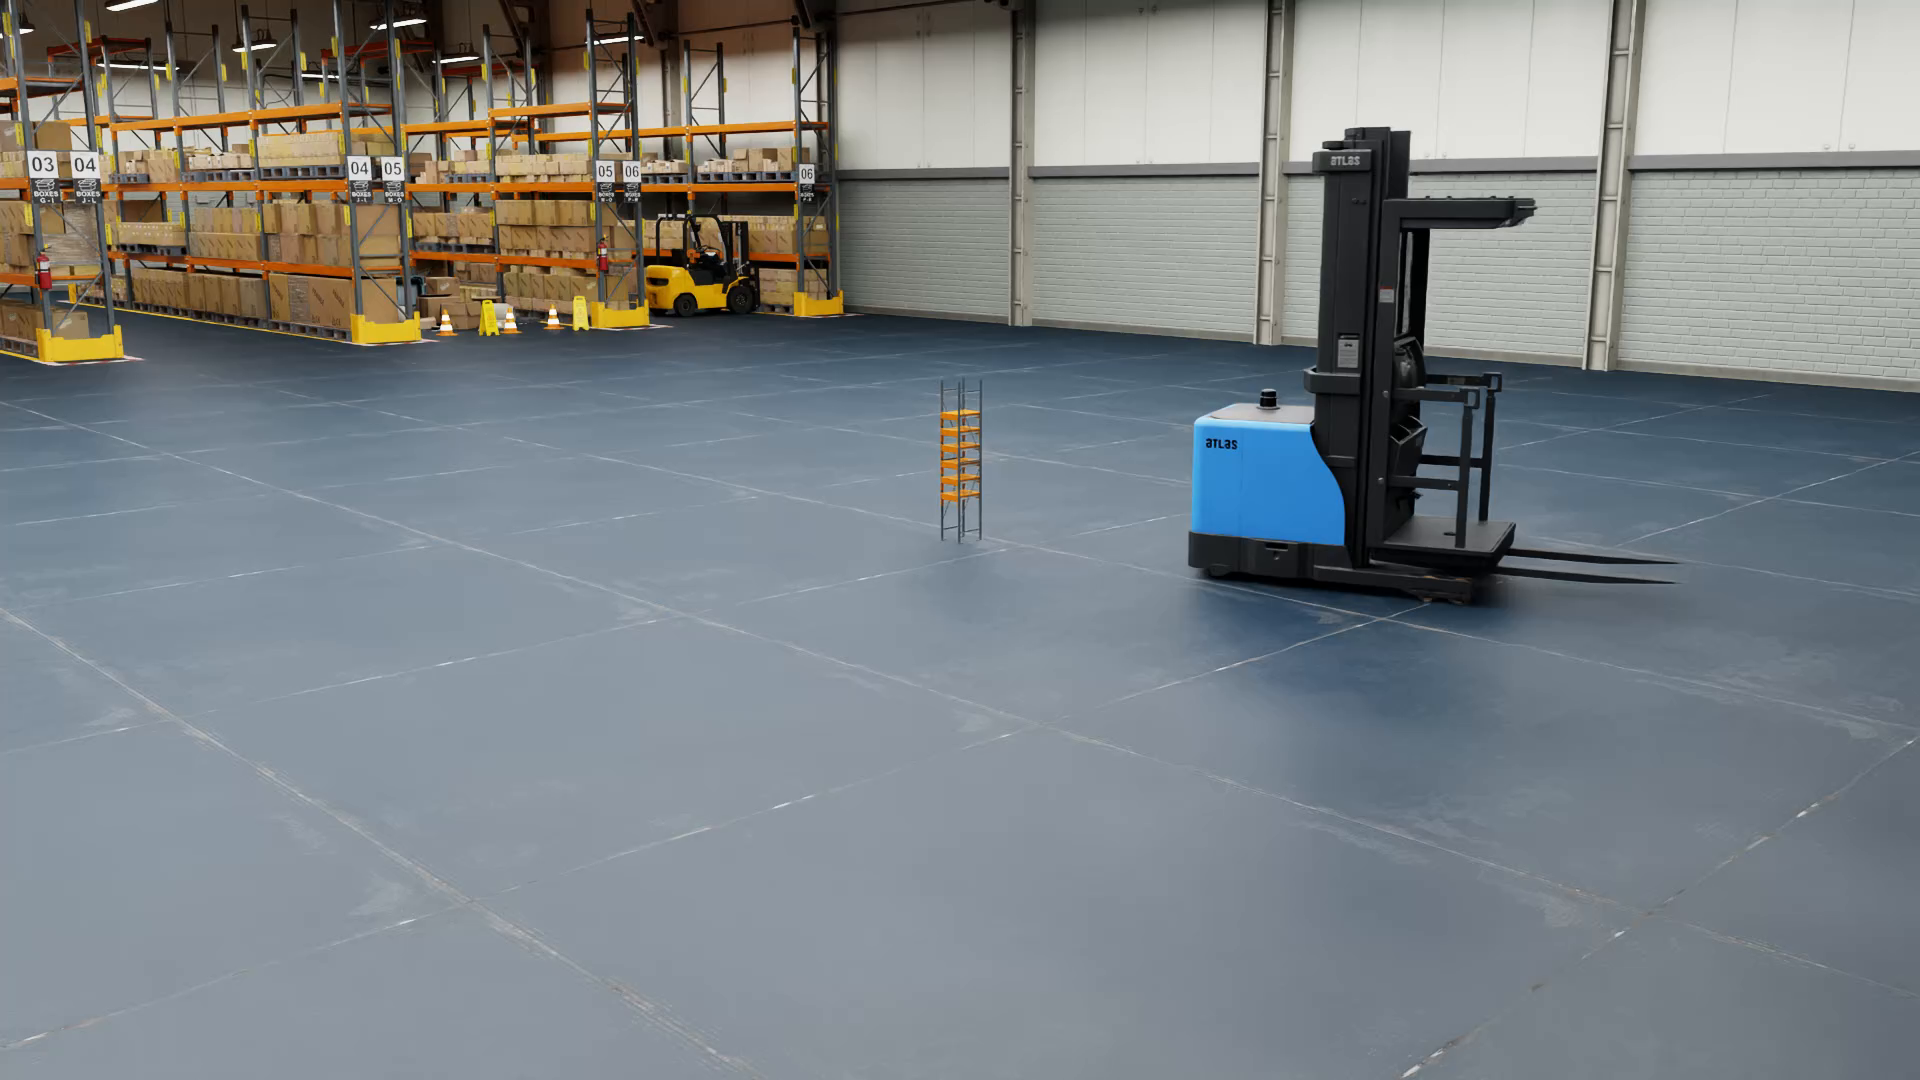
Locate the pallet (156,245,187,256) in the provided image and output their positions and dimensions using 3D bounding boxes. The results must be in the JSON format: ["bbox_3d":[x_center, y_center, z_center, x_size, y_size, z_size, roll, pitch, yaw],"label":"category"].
[{"bbox_3d":[-16.293,-6.168,35.391,1.213,0.211,1.003,-11,16,-43],"label":"pallet"}]

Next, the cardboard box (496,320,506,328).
[{"bbox_3d":[-9.055,-4.223,32.541,0.380,0.149,0.250,-3,12,-13],"label":"cardboard box"}]

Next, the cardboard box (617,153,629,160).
[{"bbox_3d":[-7.881,-9.143,40.386,0.700,0.500,0.500,-11,16,-44],"label":"cardboard box"}]

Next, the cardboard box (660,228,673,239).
[{"bbox_3d":[-6.748,-7.267,39.384,0.500,0.250,0.500,11,16,44],"label":"cardboard box"}]

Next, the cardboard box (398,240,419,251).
[{"bbox_3d":[-12.751,-6.841,38.557,0.500,0.250,0.500,11,16,43],"label":"cardboard box"}]

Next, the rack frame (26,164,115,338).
[{"bbox_3d":[-13.856,-4.329,25.989,1.000,3.000,0.127,-11,16,-43],"label":"rack frame"}]

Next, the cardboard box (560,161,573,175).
[{"bbox_3d":[-7.574,-7.364,32.921,0.500,0.250,0.500,-11,16,-43],"label":"cardboard box"}]

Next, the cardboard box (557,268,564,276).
[{"bbox_3d":[-7.904,-5.416,33.572,0.380,0.149,0.250,-11,16,-42],"label":"cardboard box"}]

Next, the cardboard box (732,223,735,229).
[{"bbox_3d":[-4.971,-7.078,37.480,0.250,0.149,0.380,11,16,43],"label":"cardboard box"}]

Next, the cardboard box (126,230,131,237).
[{"bbox_3d":[-18.188,-6.788,36.771,0.380,0.149,0.250,-10,16,-41],"label":"cardboard box"}]

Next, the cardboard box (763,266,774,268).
[{"bbox_3d":[-4.331,-6.070,37.735,0.500,0.250,0.500,-11,16,-44],"label":"cardboard box"}]

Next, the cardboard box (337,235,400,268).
[{"bbox_3d":[-10.488,-5.127,29.489,0.875,0.550,0.550,-11,16,-43],"label":"cardboard box"}]

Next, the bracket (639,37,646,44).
[{"bbox_3d":[-7.617,-12.217,40.490,0.235,0.232,0.430,-11,16,-43],"label":"bracket"}]

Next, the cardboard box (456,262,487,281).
[{"bbox_3d":[-13.797,-7.618,47.098,0.637,0.503,0.797,11,16,43],"label":"cardboard box"}]

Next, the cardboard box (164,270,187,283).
[{"bbox_3d":[-16.743,-5.657,35.731,0.500,0.250,0.500,-11,16,-42],"label":"cardboard box"}]

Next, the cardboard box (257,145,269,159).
[{"bbox_3d":[-12.826,-7.275,31.200,0.500,0.250,0.500,-11,16,-42],"label":"cardboard box"}]

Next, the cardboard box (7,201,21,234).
[{"bbox_3d":[-14.764,-5.131,26.421,0.500,0.500,0.500,-11,16,-43],"label":"cardboard box"}]

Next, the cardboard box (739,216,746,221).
[{"bbox_3d":[-4.726,-7.199,37.330,0.380,0.149,0.250,-11,16,-42],"label":"cardboard box"}]

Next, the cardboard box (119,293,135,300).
[{"bbox_3d":[-19.004,-5.576,38.065,0.380,0.149,0.250,-11,16,-42],"label":"cardboard box"}]

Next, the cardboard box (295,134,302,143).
[{"bbox_3d":[-11.731,-7.221,29.951,0.380,0.149,0.250,-11,16,-42],"label":"cardboard box"}]

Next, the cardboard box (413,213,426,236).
[{"bbox_3d":[-12.070,-7.180,37.801,0.500,0.500,0.500,11,16,44],"label":"cardboard box"}]

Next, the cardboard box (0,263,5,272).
[{"bbox_3d":[-15.642,-4.499,27.438,0.380,0.149,0.250,-11,16,-43],"label":"cardboard box"}]

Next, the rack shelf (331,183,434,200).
[{"bbox_3d":[-13.595,-8.286,39.545,1.077,0.370,4.000,-11,16,-43],"label":"rack shelf"}]

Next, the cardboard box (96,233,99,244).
[{"bbox_3d":[-19.725,-7.131,38.606,0.500,0.500,0.500,-11,16,-43],"label":"cardboard box"}]

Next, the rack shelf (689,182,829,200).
[{"bbox_3d":[-4.483,-7.811,37.238,1.077,0.370,4.000,-11,16,-43],"label":"rack shelf"}]

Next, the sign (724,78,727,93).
[{"bbox_3d":[-5.446,-10.533,38.528,0.100,0.325,0.005,-11,16,-43],"label":"sign"}]

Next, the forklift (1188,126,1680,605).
[{"bbox_3d":[3.098,-1.150,10.731,3.031,2.935,1.130,5,13,25],"label":"forklift"}]

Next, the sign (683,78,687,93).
[{"bbox_3d":[-6.248,-10.343,37.802,0.100,0.325,0.005,-11,16,-43],"label":"sign"}]

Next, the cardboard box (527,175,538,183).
[{"bbox_3d":[-8.587,-7.360,33.889,0.380,0.149,0.250,-11,16,-44],"label":"cardboard box"}]

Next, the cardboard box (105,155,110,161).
[{"bbox_3d":[-19.090,-8.637,37.612,0.380,0.149,0.250,-10,16,-41],"label":"cardboard box"}]

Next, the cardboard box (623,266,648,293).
[{"bbox_3d":[-7.748,-6.425,41.007,0.875,0.625,0.625,-10,15,-41],"label":"cardboard box"}]

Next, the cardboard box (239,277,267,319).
[{"bbox_3d":[-13.455,-4.771,32.669,1.050,0.750,0.750,-11,16,-43],"label":"cardboard box"}]

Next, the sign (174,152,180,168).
[{"bbox_3d":[-16.118,-7.820,34.219,0.100,0.325,0.005,-11,16,-43],"label":"sign"}]

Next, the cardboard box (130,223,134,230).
[{"bbox_3d":[-18.004,-6.895,36.550,0.380,0.149,0.250,-11,16,-43],"label":"cardboard box"}]

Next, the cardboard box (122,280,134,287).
[{"bbox_3d":[-18.920,-5.873,38.034,0.380,0.149,0.250,-10,15,-41],"label":"cardboard box"}]

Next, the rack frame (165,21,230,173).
[{"bbox_3d":[-15.724,-9.111,34.334,1.000,3.000,0.127,-11,16,-43],"label":"rack frame"}]

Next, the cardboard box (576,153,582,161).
[{"bbox_3d":[-7.286,-7.498,32.583,0.380,0.149,0.250,-11,16,-42],"label":"cardboard box"}]

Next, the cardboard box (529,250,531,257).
[{"bbox_3d":[-8.696,-5.940,34.433,0.380,0.149,0.250,-11,16,-43],"label":"cardboard box"}]

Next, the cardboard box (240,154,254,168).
[{"bbox_3d":[-13.565,-7.320,32.158,0.500,0.250,0.500,-11,16,-42],"label":"cardboard box"}]

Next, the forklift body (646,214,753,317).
[{"bbox_3d":[-5.731,-6.009,36.247,2.313,2.155,1.214,-11,16,-43],"label":"forklift body"}]

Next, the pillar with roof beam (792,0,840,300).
[{"bbox_3d":[-6.044,-8.968,33.637,9.100,9.000,0.548,-11,16,-43],"label":"pillar with roof beam"}]

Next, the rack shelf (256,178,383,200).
[{"bbox_3d":[-11.580,-6.414,30.459,1.077,0.370,4.000,-11,16,-43],"label":"rack shelf"}]

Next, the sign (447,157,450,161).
[{"bbox_3d":[-11.820,-8.675,38.370,0.100,0.325,0.005,-11,16,-43],"label":"sign"}]

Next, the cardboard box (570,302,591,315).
[{"bbox_3d":[-7.458,-4.653,33.335,0.500,0.250,0.500,-11,16,-43],"label":"cardboard box"}]

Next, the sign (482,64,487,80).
[{"bbox_3d":[-9.849,-9.689,34.430,0.100,0.325,0.005,-11,16,-43],"label":"sign"}]

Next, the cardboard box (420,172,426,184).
[{"bbox_3d":[-11.943,-8.174,37.551,0.396,0.266,0.258,-11,16,-43],"label":"cardboard box"}]

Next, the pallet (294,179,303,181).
[{"bbox_3d":[-16.372,-9.186,42.349,1.003,0.211,1.213,-11,16,-43],"label":"pallet"}]

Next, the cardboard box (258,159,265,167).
[{"bbox_3d":[-12.956,-7.089,31.288,0.380,0.149,0.250,-11,16,-43],"label":"cardboard box"}]

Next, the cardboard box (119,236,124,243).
[{"bbox_3d":[-18.547,-6.718,37.165,0.250,0.149,0.380,11,16,42],"label":"cardboard box"}]

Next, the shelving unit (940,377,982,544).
[{"bbox_3d":[0.010,-0.586,12.280,0.258,1.200,0.189,-11,16,-43],"label":"shelving unit"}]

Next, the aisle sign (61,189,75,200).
[{"bbox_3d":[-21.516,-8.582,40.193,0.394,0.787,0.004,-11,16,-43],"label":"aisle sign"}]

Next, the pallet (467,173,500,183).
[{"bbox_3d":[-9.801,-7.776,35.751,1.213,0.211,1.003,-11,16,-43],"label":"pallet"}]

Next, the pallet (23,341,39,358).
[{"bbox_3d":[-14.444,-3.098,26.924,1.003,0.211,1.213,-11,16,-43],"label":"pallet"}]

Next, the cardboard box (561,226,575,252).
[{"bbox_3d":[-7.605,-6.019,33.208,0.500,0.500,0.500,-11,16,-42],"label":"cardboard box"}]
